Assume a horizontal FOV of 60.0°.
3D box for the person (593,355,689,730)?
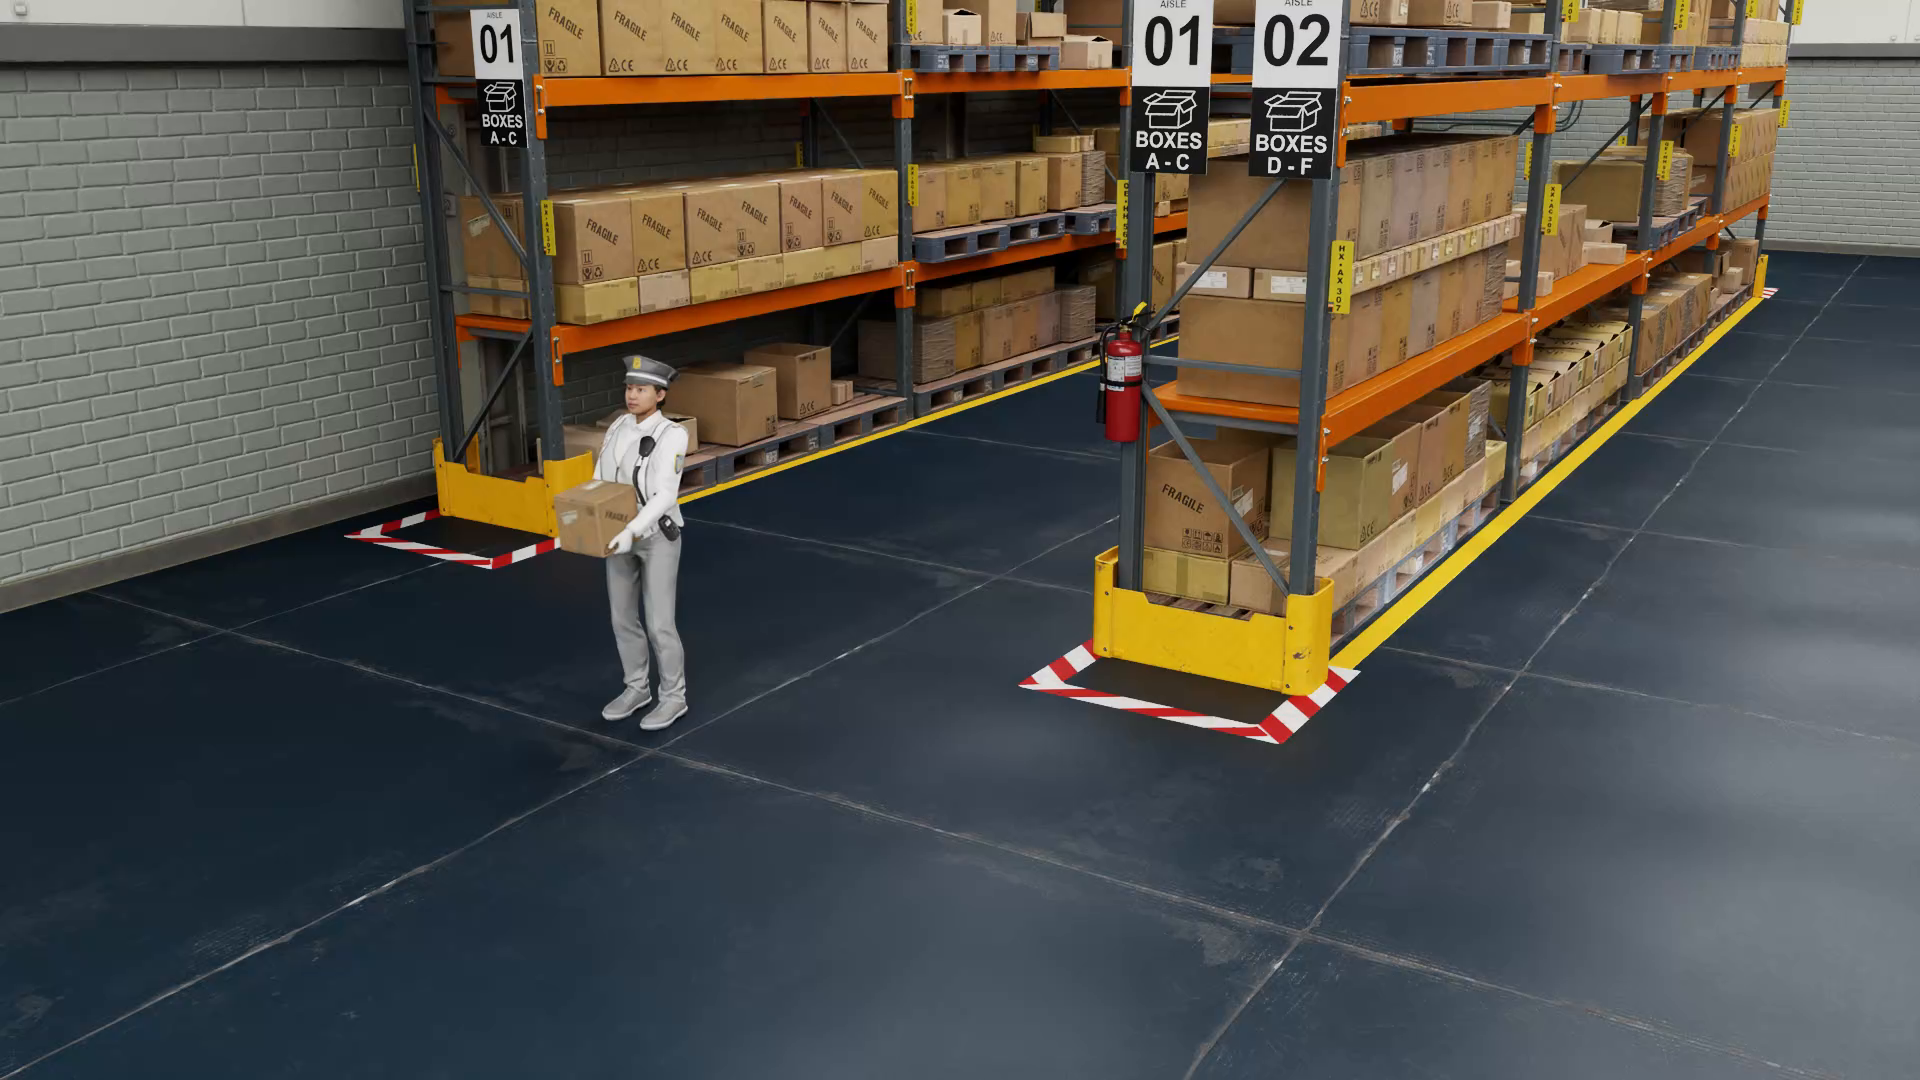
[{"bbox_3d":[-1.464,0.016,7.434,0.461,1.687,0.563,10,19,30],"label":"person"}]
